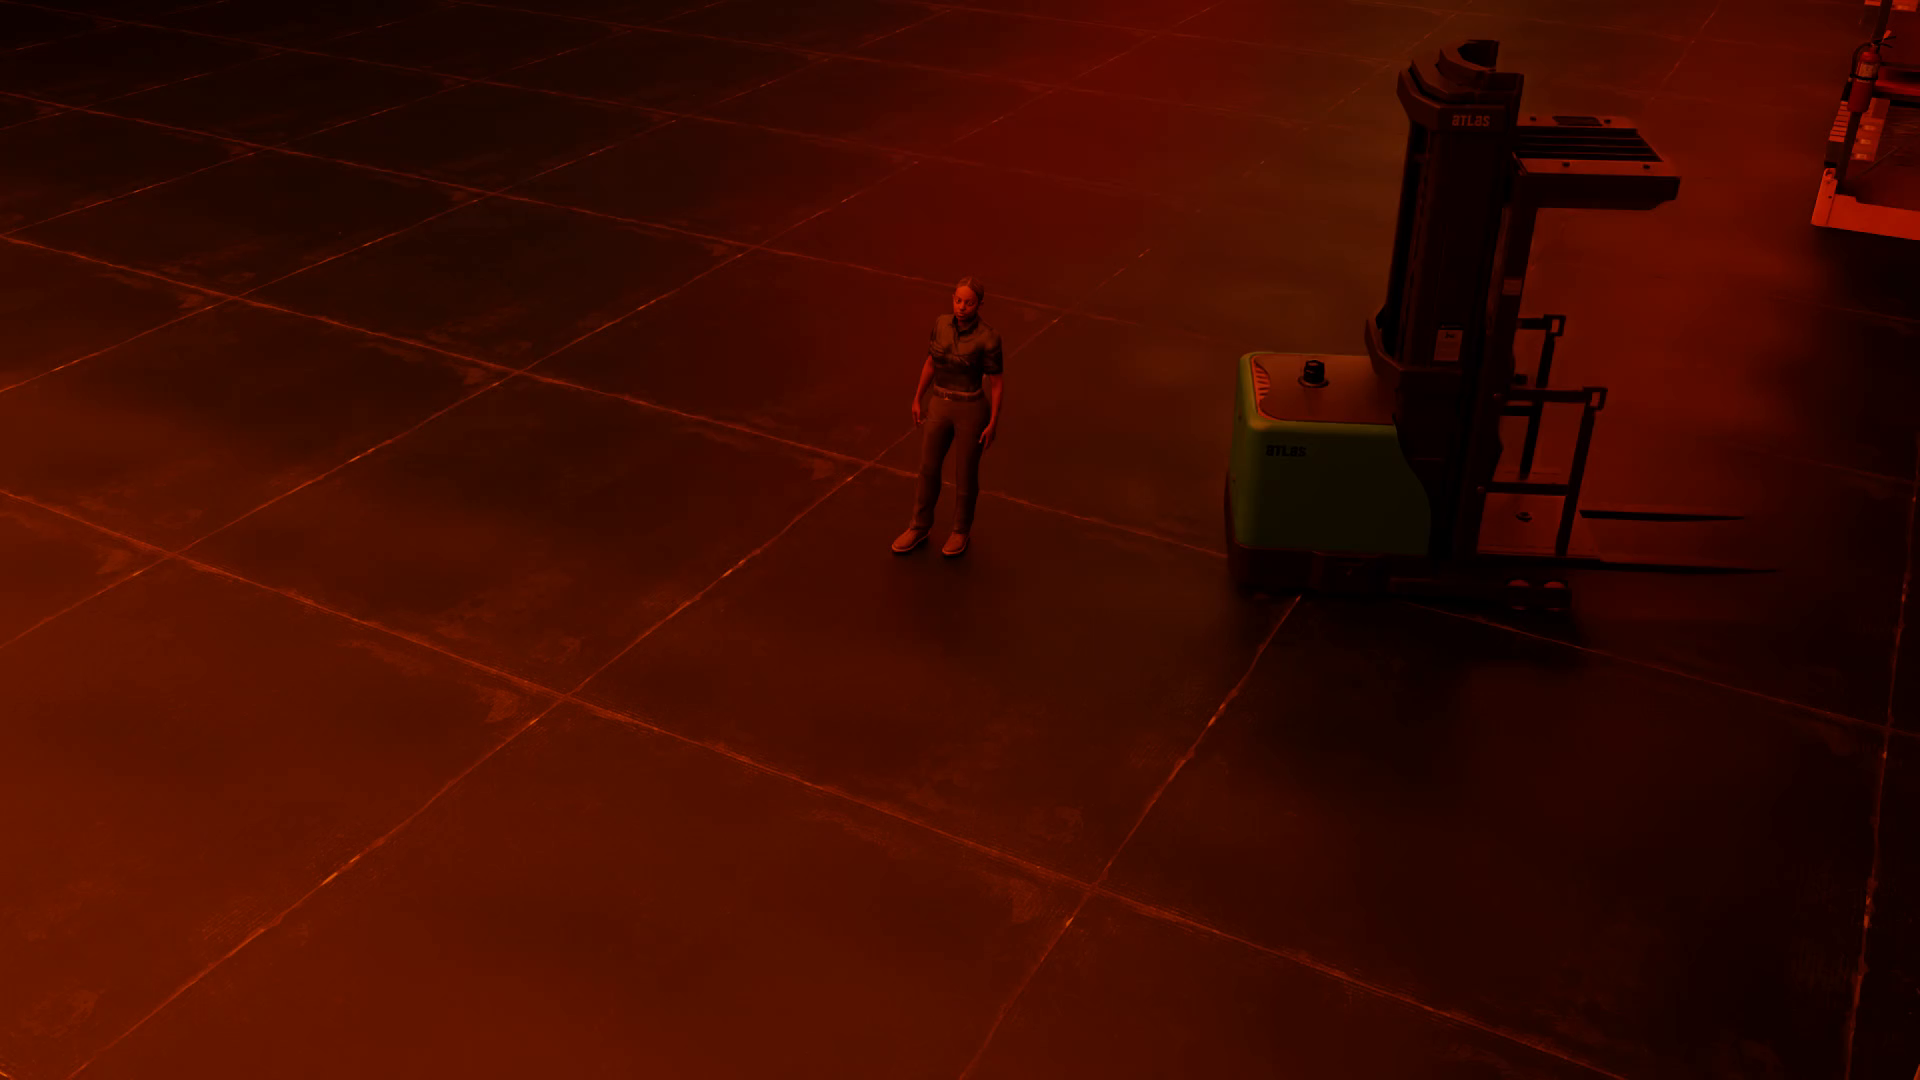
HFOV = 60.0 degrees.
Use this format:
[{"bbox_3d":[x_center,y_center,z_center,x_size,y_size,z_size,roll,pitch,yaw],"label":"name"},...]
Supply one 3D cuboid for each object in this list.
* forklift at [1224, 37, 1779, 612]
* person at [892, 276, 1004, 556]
[{"bbox_3d":[3.093,-1.148,9.059,3.031,2.935,1.130,3,30,5],"label":"forklift"},{"bbox_3d":[-0.060,-0.690,9.527,0.569,1.655,0.504,15,33,25],"label":"person"}]
